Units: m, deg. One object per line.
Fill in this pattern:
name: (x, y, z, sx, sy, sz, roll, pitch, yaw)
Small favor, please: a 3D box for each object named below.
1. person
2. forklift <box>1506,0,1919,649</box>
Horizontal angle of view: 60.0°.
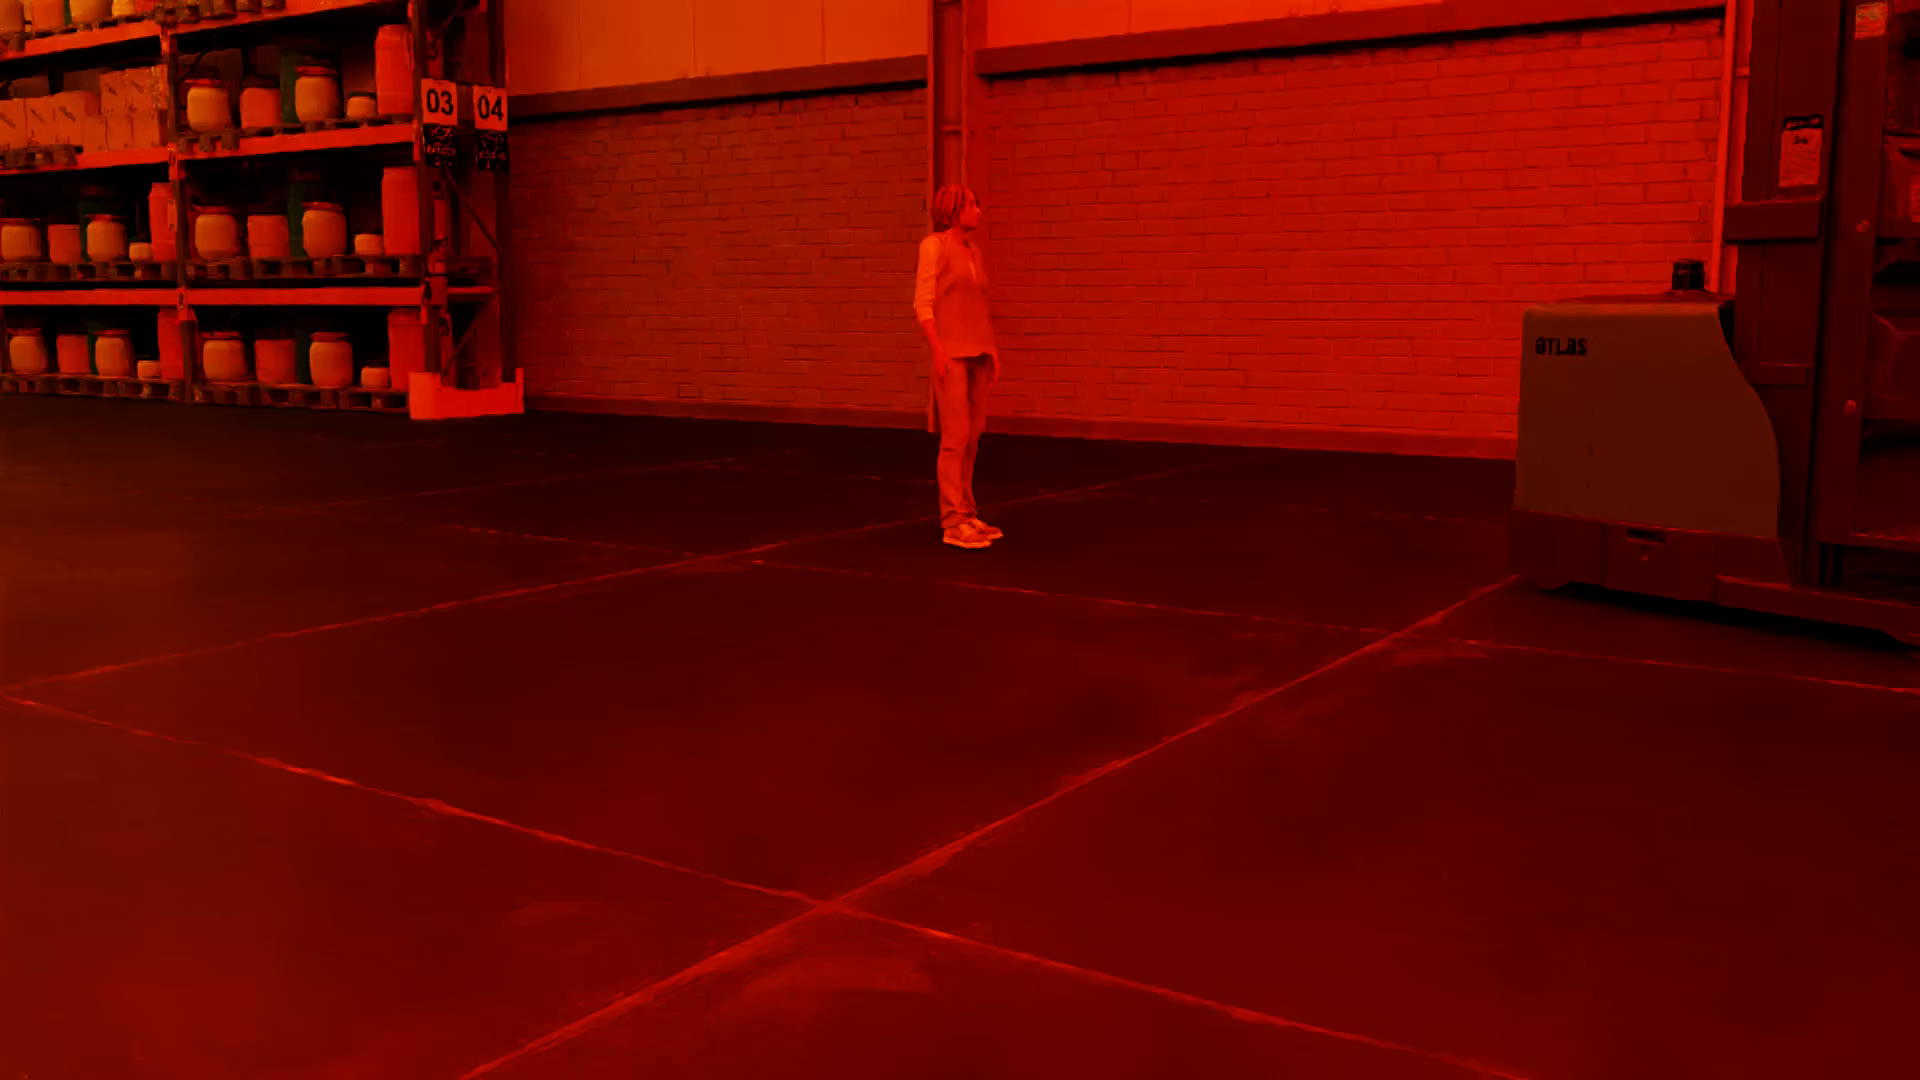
person: (0.054, -0.790, 7.438, 0.474, 1.597, 0.521, 5, 10, 34)
forklift: (3.340, -1.138, 5.197, 1.130, 2.935, 3.031, -6, 10, -36)
